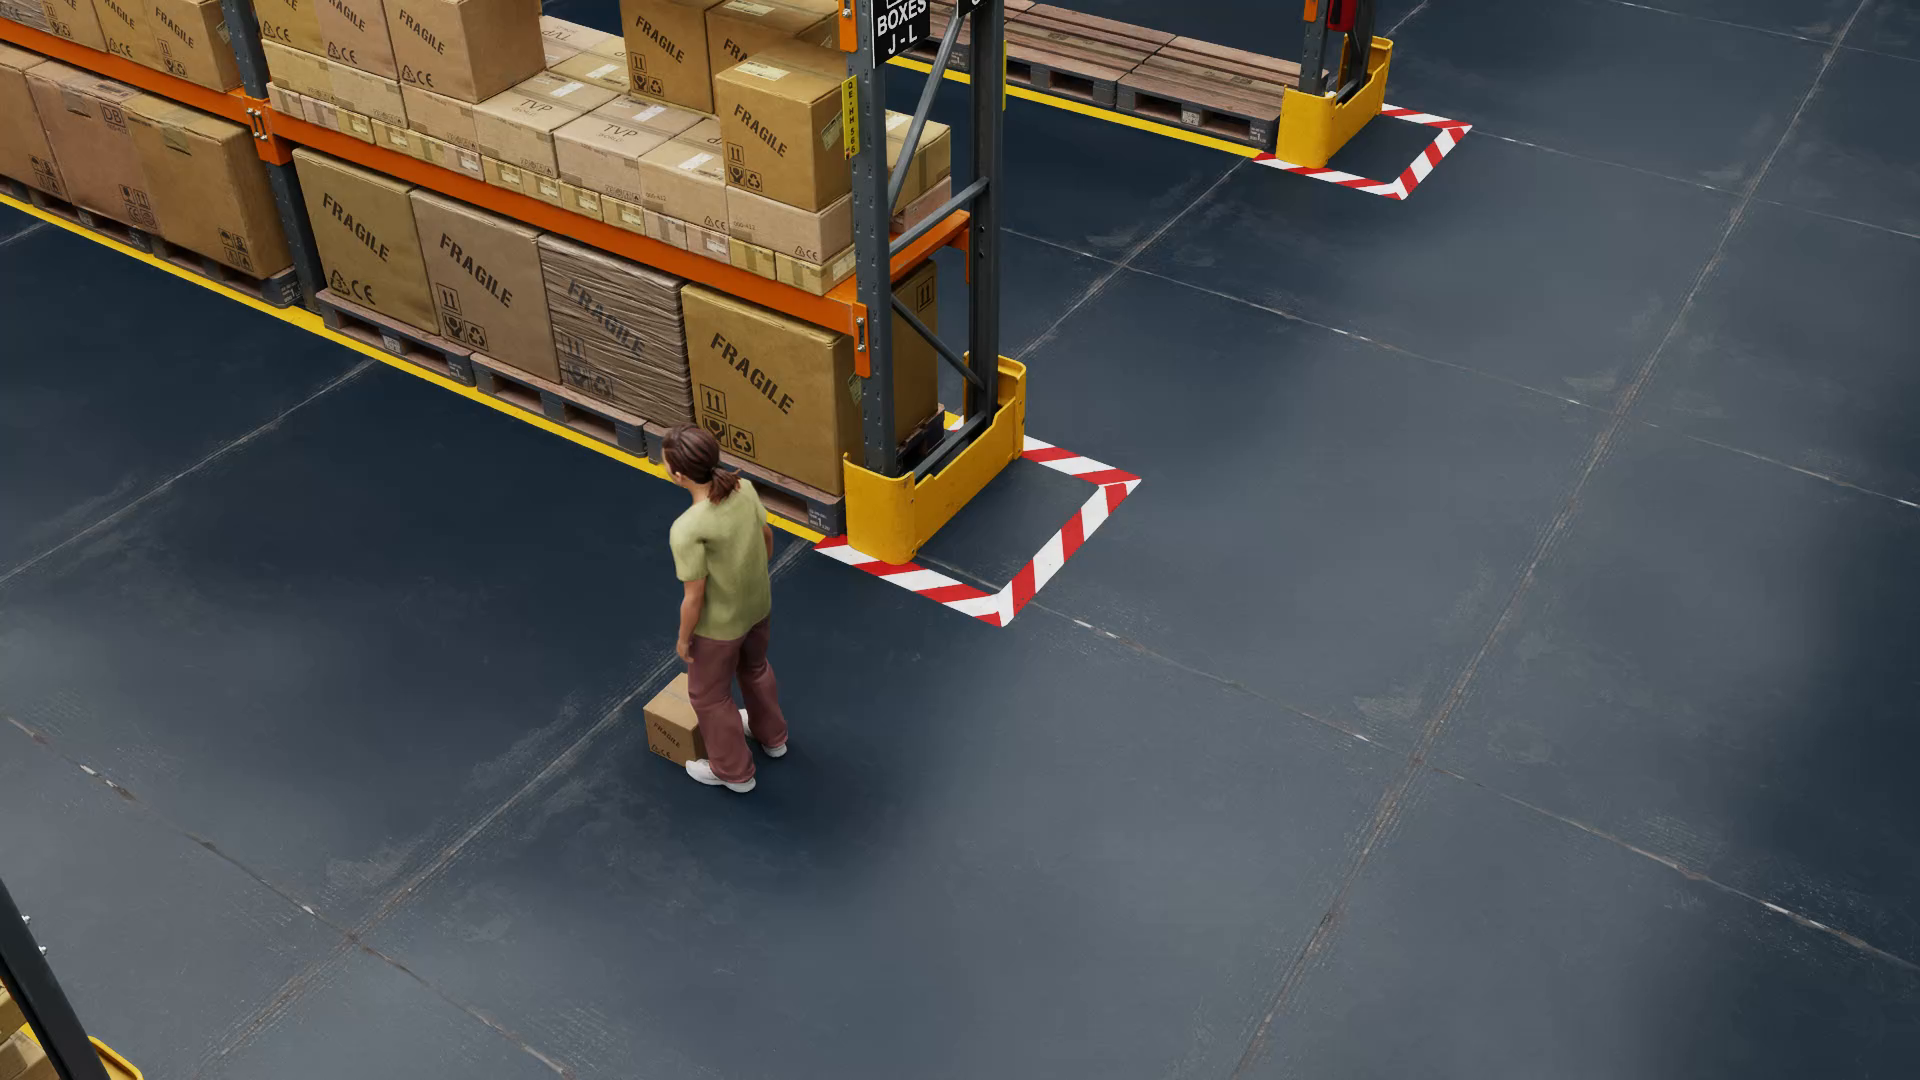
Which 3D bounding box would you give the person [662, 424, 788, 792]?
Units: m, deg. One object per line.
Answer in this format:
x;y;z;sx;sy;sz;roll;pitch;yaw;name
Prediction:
-0.906;0.273;6.337;0.358;1.673;0.499;22;43;25;person
